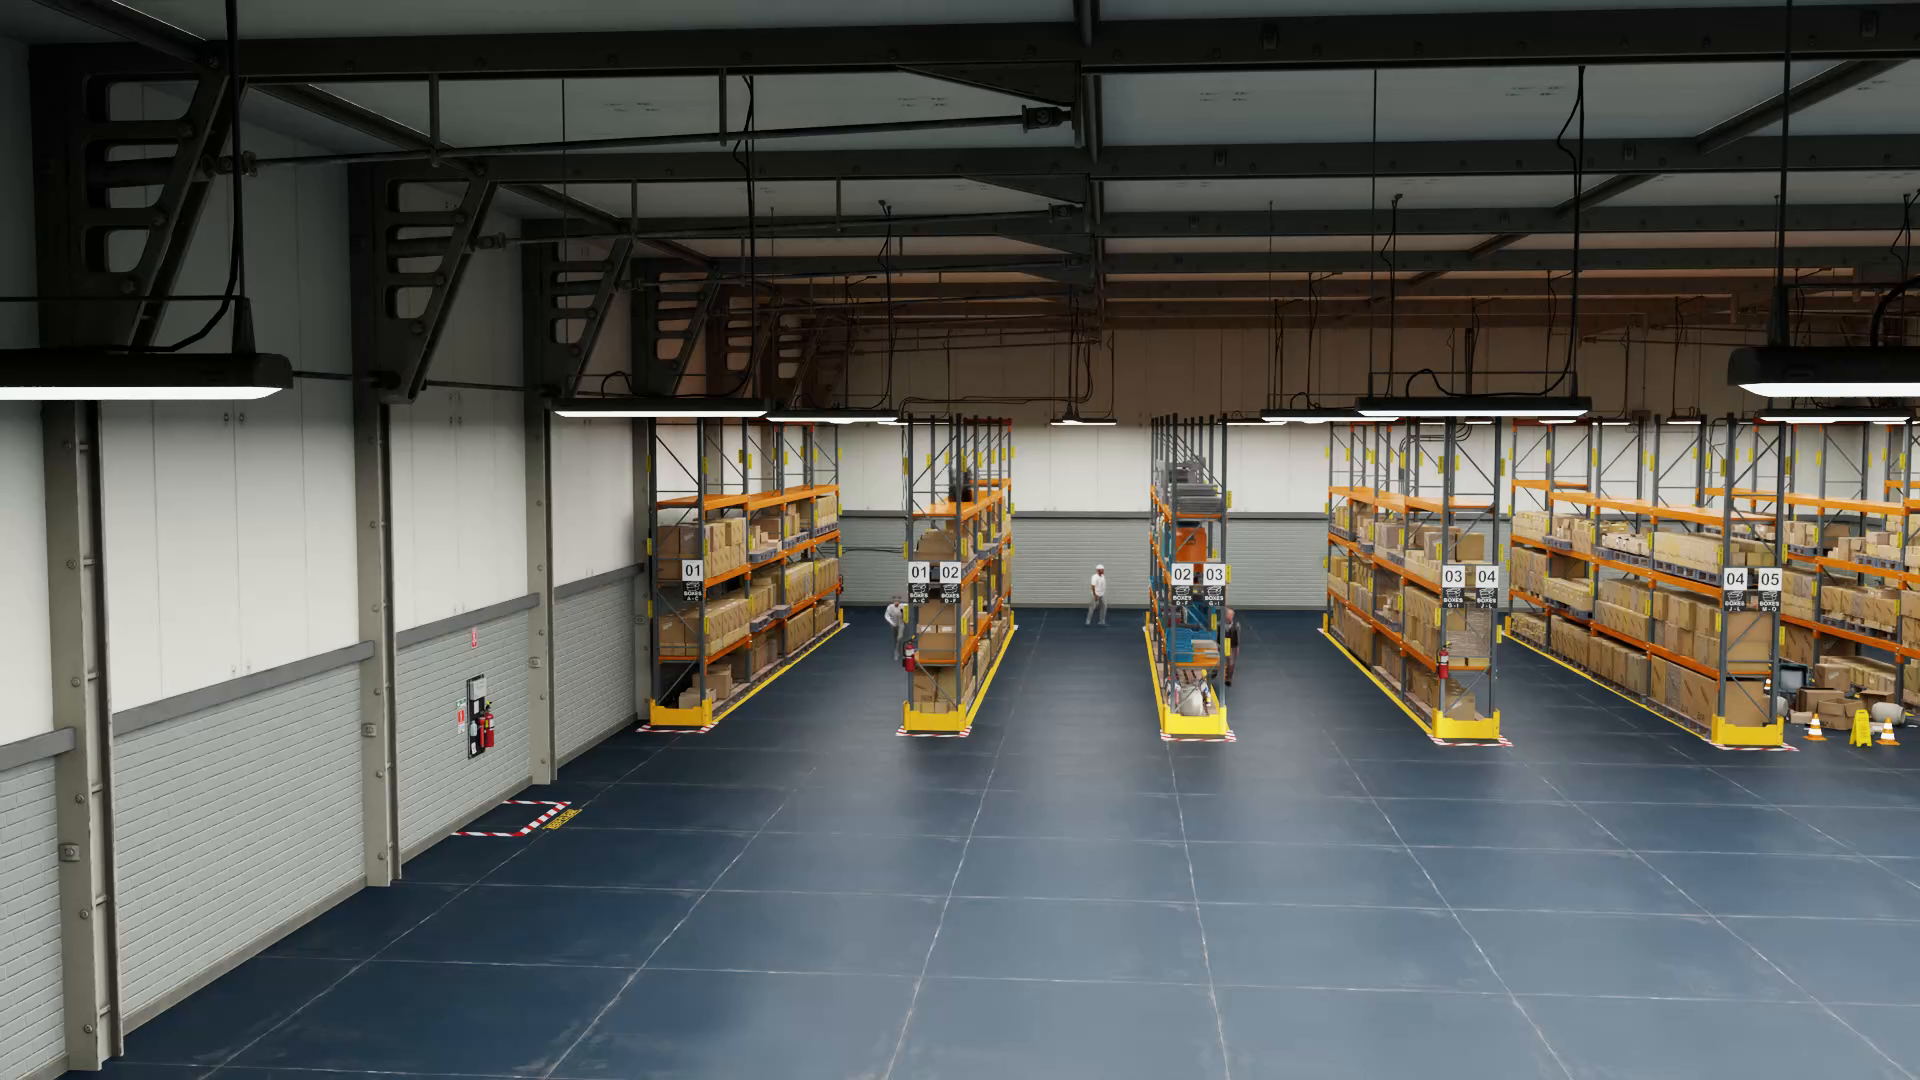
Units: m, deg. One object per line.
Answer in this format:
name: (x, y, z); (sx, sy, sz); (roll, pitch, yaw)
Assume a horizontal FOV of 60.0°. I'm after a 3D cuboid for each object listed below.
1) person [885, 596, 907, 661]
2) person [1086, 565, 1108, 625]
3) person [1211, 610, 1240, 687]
person: (-1.548, 2.158, 41.381); (0.651, 1.633, 0.984); (0, 4, -3)
person: (3.971, 1.619, 48.313); (0.546, 1.781, 0.670); (4, 5, 43)
person: (5.891, 2.383, 37.076); (0.724, 1.704, 0.590); (1, 4, 15)
